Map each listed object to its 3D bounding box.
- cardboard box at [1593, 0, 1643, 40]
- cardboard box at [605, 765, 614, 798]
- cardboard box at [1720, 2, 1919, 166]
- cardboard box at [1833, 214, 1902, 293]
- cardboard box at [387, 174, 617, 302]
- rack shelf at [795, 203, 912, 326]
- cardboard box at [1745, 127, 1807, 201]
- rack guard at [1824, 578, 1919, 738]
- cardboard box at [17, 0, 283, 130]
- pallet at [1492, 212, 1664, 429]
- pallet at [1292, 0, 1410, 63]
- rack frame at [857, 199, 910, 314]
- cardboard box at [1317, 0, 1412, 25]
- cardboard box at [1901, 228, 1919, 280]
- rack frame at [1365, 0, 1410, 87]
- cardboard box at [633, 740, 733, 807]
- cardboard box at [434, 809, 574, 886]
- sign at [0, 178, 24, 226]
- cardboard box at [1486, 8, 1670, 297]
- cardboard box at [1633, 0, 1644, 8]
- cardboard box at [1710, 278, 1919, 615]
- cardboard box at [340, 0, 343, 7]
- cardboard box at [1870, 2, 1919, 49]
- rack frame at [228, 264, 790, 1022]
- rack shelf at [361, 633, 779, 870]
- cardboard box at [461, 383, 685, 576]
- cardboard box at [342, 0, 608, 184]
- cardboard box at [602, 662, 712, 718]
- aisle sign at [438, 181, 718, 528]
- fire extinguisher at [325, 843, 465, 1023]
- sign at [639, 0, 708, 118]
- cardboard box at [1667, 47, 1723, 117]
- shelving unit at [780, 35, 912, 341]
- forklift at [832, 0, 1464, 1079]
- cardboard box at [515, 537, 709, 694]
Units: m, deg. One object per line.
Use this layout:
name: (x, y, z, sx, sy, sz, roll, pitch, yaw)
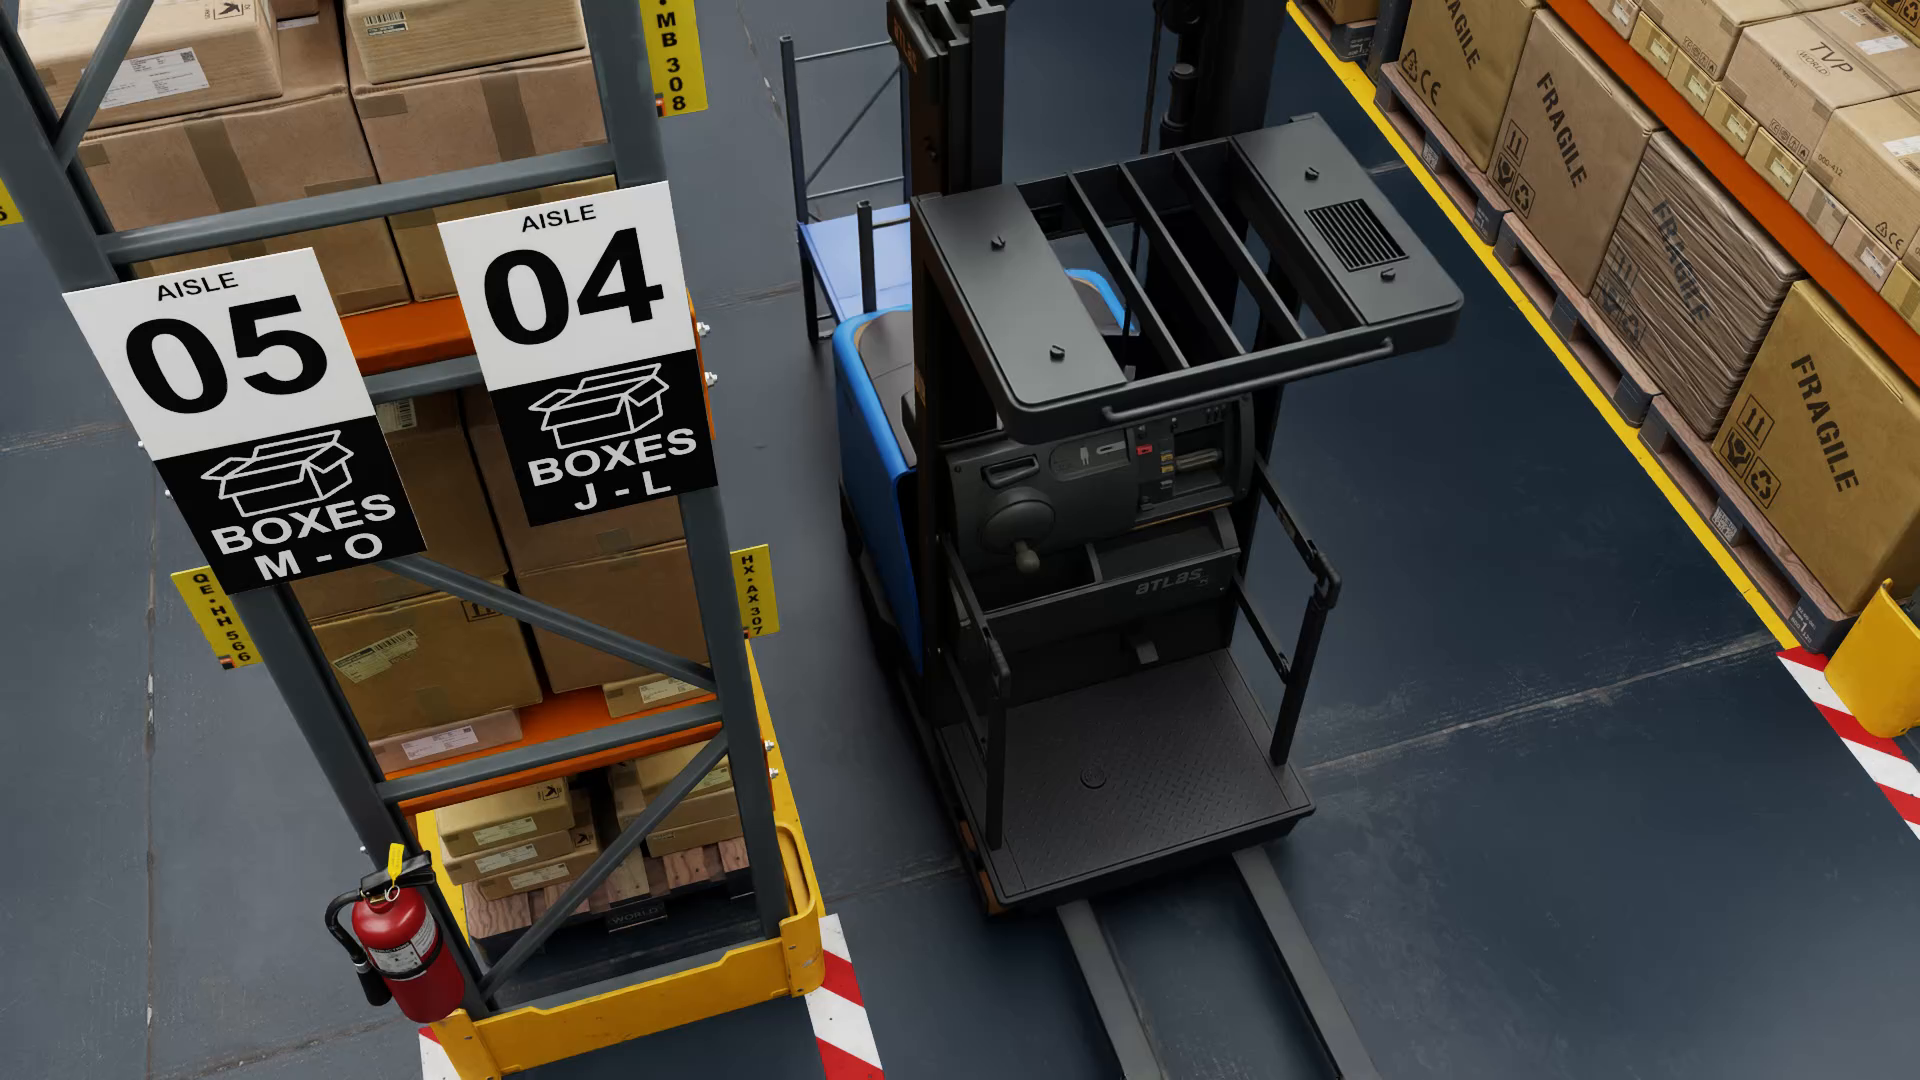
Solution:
cardboard box: (2.735, -2.122, 6.531, 0.380, 0.149, 0.250, -13, 51, -11)
cardboard box: (-1.008, 0.684, 5.591, 0.380, 0.149, 0.250, -13, 51, -11)
cardboard box: (3.067, -1.604, 5.833, 0.500, 0.250, 0.500, -15, 51, -12)
cardboard box: (3.193, -0.998, 5.584, 0.380, 0.149, 0.250, -13, 51, -11)
cardboard box: (-0.892, -0.776, 3.368, 0.500, 0.250, 0.500, -12, 51, -10)
rack shelf: (-0.263, -0.942, 6.588, 0.538, 0.185, 1.000, -14, 51, -12)
cardboard box: (3.041, -1.370, 5.897, 0.380, 0.149, 0.250, -14, 51, -12)
rack guard: (3.772, 0.303, 5.957, 1.175, 0.500, 0.348, -13, 51, -11)
cardboard box: (-1.383, -0.857, 2.848, 0.380, 0.149, 0.250, -14, 51, -11)
pallet: (3.096, -1.077, 7.309, 1.003, 0.211, 1.213, -13, 51, -11)
pallet: (2.281, -3.089, 9.006, 1.003, 0.211, 1.213, -13, 51, -11)
rack frame: (-0.102, -0.689, 6.140, 0.500, 1.500, 0.032, -14, 51, -12)
cardboard box: (2.373, -3.355, 8.521, 1.225, 0.875, 0.875, -13, 51, -11)
cardboard box: (3.368, -0.861, 5.207, 0.500, 0.250, 0.500, -14, 51, -12)
rack frame: (2.582, -3.441, 7.479, 1.000, 3.000, 0.127, -13, 51, -11)
cardboard box: (-0.834, 0.660, 5.222, 0.380, 0.149, 0.250, -15, 52, -13)
cardboard box: (-1.432, 0.895, 5.219, 0.380, 0.149, 0.250, -15, 51, -12)
sign: (-1.540, -0.613, 2.554, 0.100, 0.325, 0.005, -13, 51, -11)
cardboard box: (2.966, -1.734, 7.155, 0.875, 0.875, 0.875, -13, 51, -11)
cardboard box: (2.771, -2.345, 6.458, 0.500, 0.250, 0.500, -12, 51, -10)
cardboard box: (3.499, -0.420, 6.047, 0.875, 0.875, 0.875, -13, 51, -11)
cardboard box: (-1.535, -1.204, 3.402, 0.500, 0.250, 0.500, -15, 51, -12)
cardboard box: (3.575, -1.725, 5.935, 0.500, 0.250, 0.500, -15, 51, -12)
rack frame: (-1.004, 0.528, 4.133, 1.000, 3.000, 0.127, -13, 51, -11)
rack shelf: (-1.595, -0.701, 5.639, 1.077, 0.370, 4.000, -13, 51, -11)
cardboard box: (-0.883, -0.310, 3.926, 0.500, 0.500, 0.500, -14, 51, -11)
cardboard box: (-0.888, -0.938, 3.178, 0.500, 0.250, 0.500, -13, 51, -10)
cardboard box: (-0.786, 0.298, 4.491, 0.380, 0.149, 0.250, -14, 51, -11)
aisle sign: (-0.695, -0.325, 3.151, 0.394, 0.787, 0.004, -13, 51, -11)
fire extinguisher: (-1.370, 0.961, 4.062, 0.296, 0.674, 0.183, -13, 51, -11)
sign: (-0.485, -0.843, 2.755, 0.100, 0.325, 0.005, -13, 51, -11)
cardboard box: (2.893, -1.741, 6.210, 0.380, 0.149, 0.250, -12, 51, -10)
shelving unit: (-0.263, -1.058, 6.450, 0.538, 1.500, 1.048, -14, 51, -12)
forklift: (0.489, -0.067, 4.679, 1.130, 2.935, 3.031, -14, 51, -12)
cardboard box: (-0.872, 0.009, 4.310, 0.500, 0.500, 0.500, -11, 51, -9)
